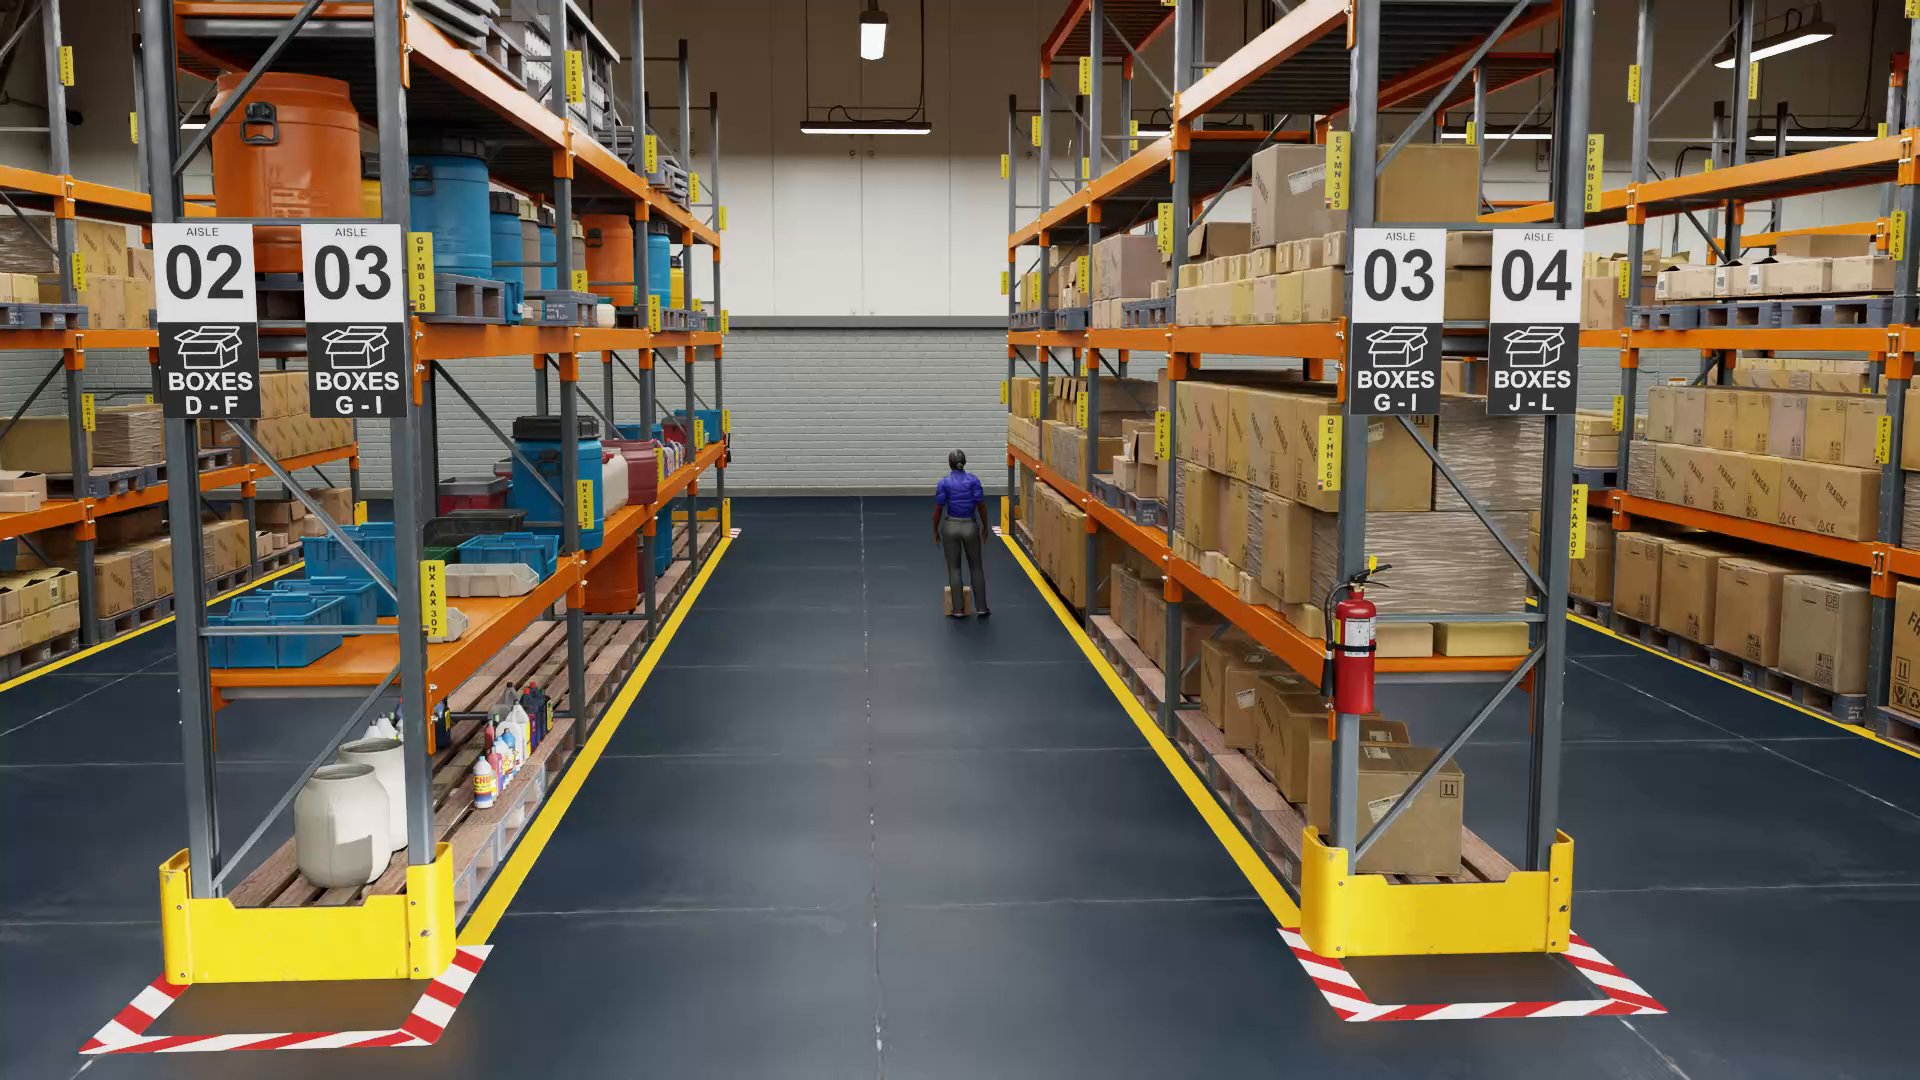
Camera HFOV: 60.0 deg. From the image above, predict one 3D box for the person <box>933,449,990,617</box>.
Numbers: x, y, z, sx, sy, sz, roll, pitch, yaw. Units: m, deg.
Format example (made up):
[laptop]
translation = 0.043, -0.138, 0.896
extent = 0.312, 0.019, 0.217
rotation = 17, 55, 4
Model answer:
[person]
translation = 0.020, -0.076, 16.322
extent = 0.569, 1.656, 0.503
rotation = 0, 7, -1
